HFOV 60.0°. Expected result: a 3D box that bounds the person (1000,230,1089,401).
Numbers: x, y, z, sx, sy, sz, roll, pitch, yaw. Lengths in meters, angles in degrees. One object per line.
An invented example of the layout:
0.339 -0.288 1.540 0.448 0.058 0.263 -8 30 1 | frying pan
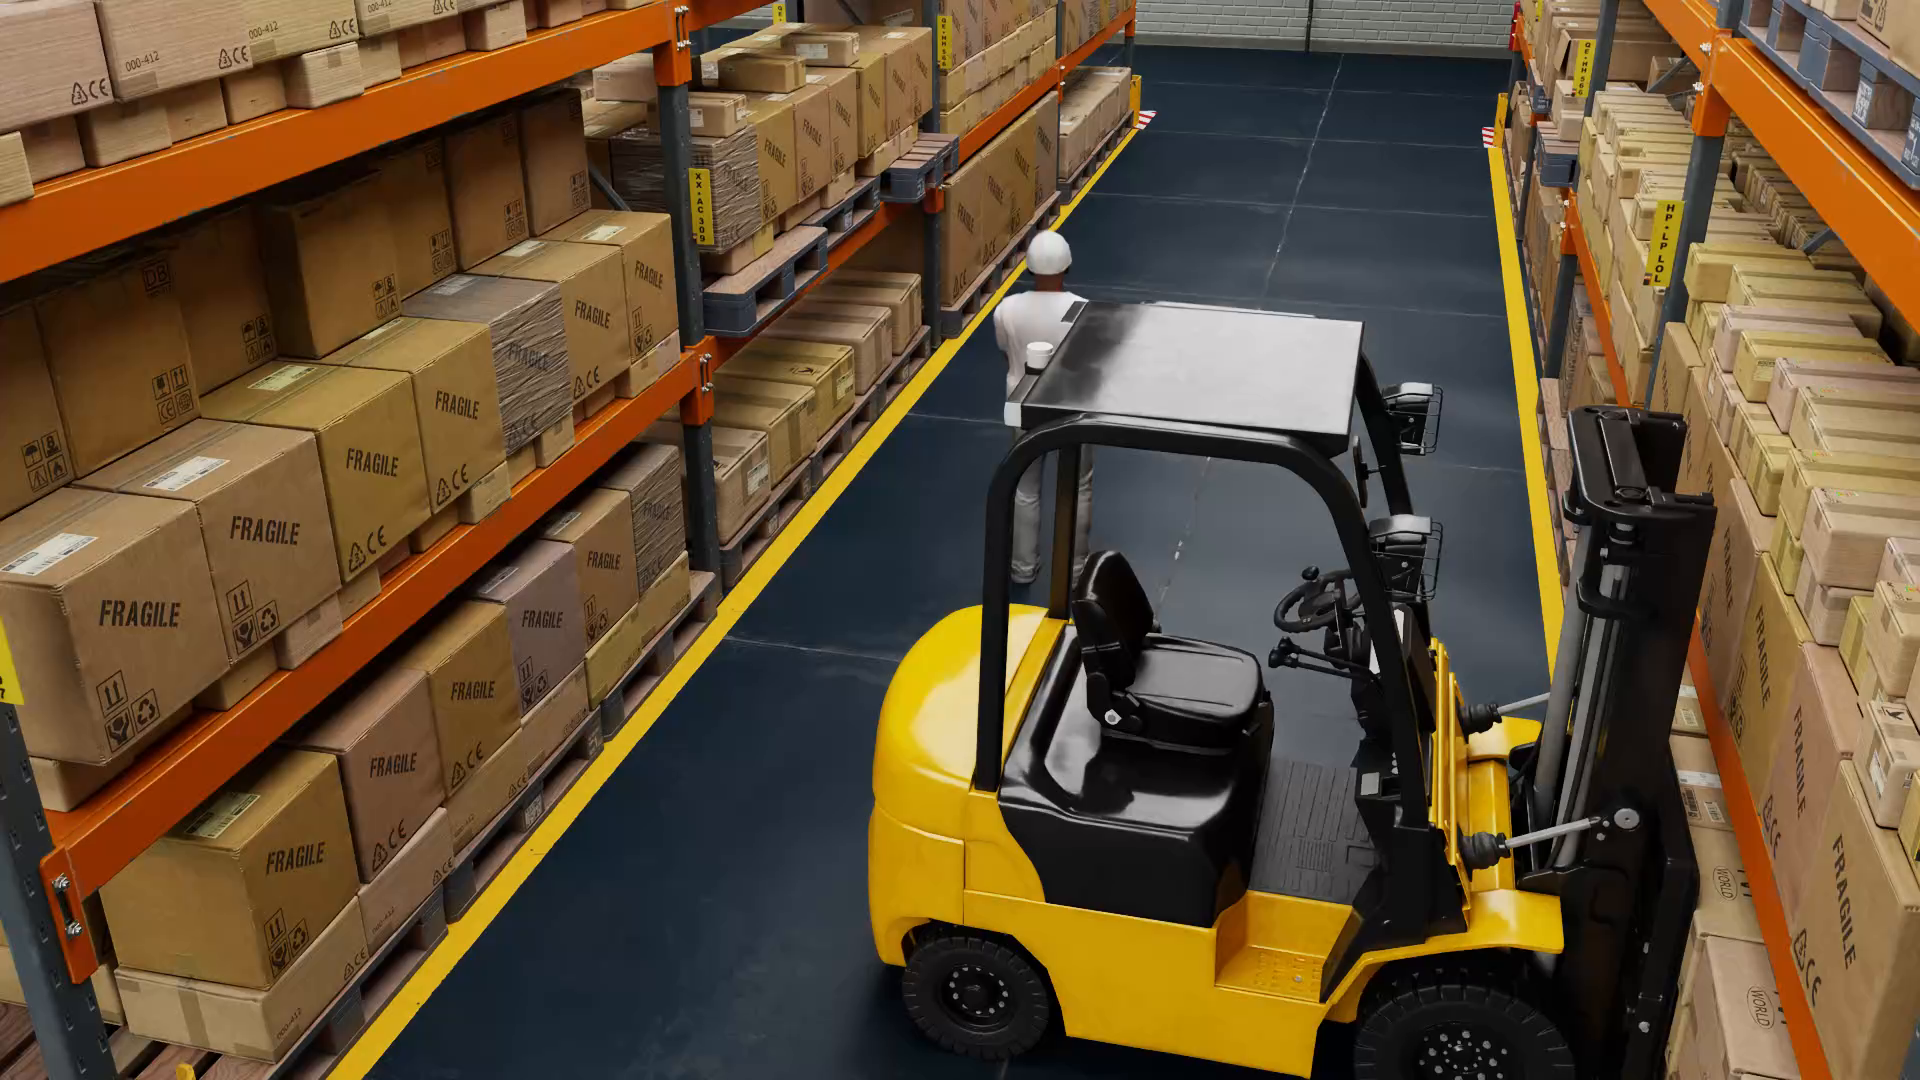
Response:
0.445 -1.019 7.767 0.495 0.930 0.571 6 26 13 | person
